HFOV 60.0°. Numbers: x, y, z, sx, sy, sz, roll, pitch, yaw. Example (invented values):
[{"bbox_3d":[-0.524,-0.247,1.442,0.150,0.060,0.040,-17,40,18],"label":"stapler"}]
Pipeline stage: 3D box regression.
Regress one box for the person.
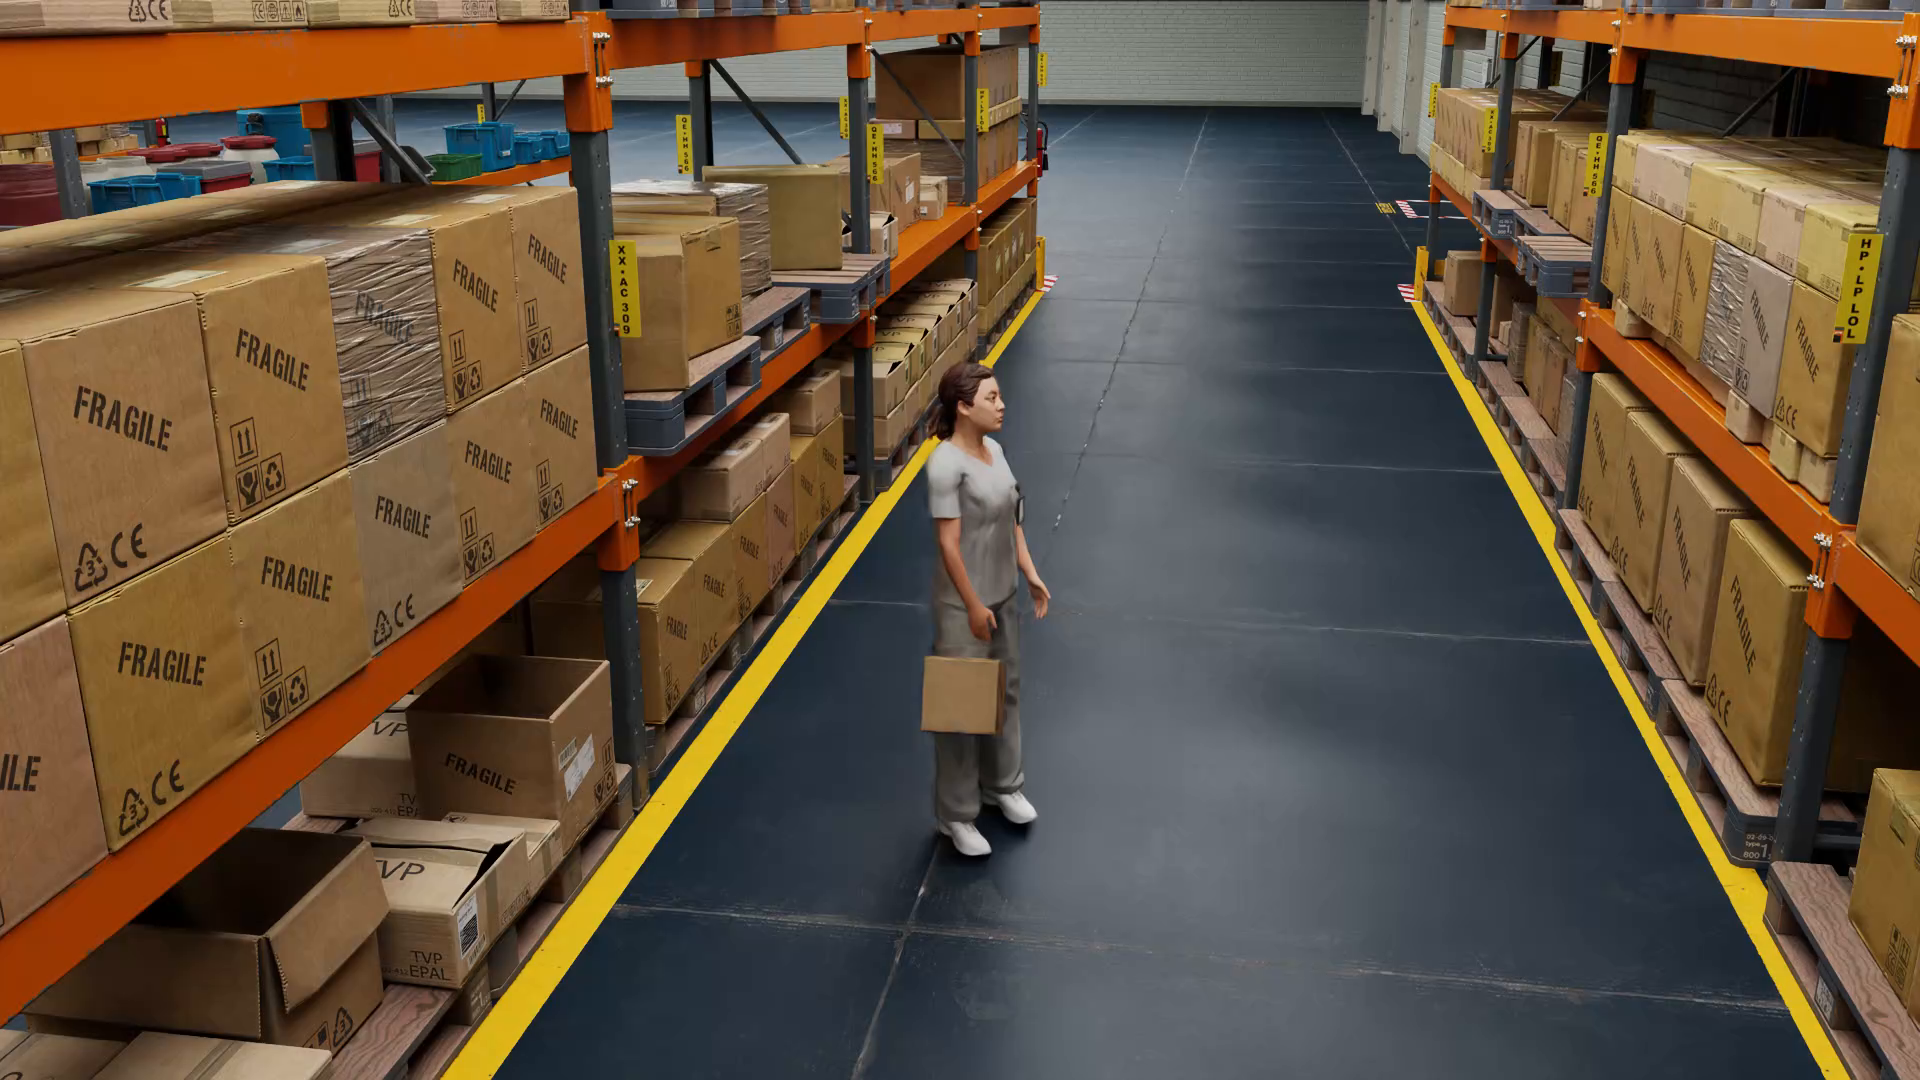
[{"bbox_3d":[0.057,0.223,5.809,0.440,1.684,0.530,10,21,28],"label":"person"}]
